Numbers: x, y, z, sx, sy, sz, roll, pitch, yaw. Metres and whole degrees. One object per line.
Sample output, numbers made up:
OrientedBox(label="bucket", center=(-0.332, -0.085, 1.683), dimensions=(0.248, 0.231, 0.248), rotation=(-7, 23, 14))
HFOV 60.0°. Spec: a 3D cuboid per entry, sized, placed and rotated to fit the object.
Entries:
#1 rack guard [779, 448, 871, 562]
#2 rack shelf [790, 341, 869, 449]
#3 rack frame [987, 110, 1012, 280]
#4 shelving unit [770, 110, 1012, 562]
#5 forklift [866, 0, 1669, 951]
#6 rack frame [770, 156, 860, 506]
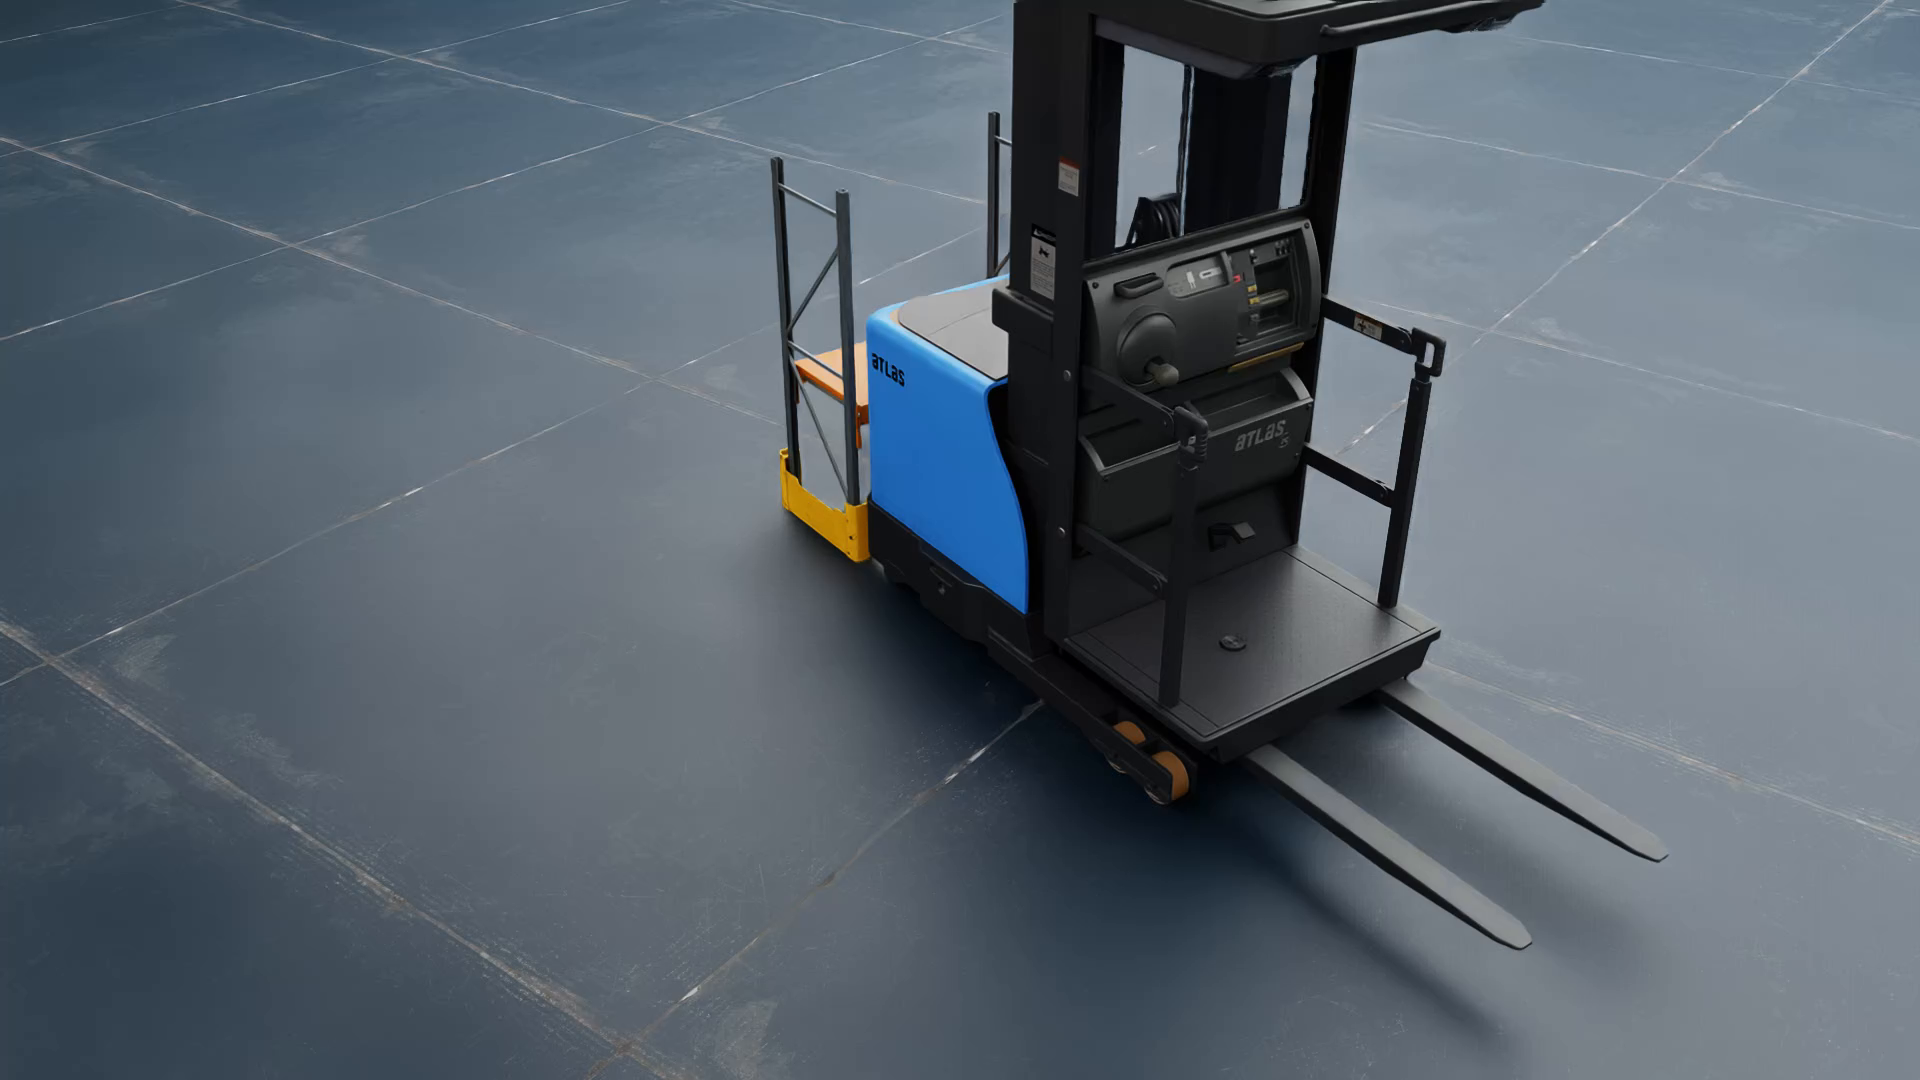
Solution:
OrientedBox(label="rack guard", center=(-0.551, -0.151, 6.759), dimensions=(0.087, 0.250, 0.587), rotation=(-20, 36, -30))
OrientedBox(label="rack shelf", center=(-0.140, -0.685, 6.788), dimensions=(1.000, 0.185, 0.538), rotation=(-20, 36, -30))
OrientedBox(label="rack frame", center=(0.272, -0.992, 6.952), dimensions=(0.032, 1.500, 0.500), rotation=(-20, 36, -30))
OrientedBox(label="shelving unit", center=(-0.147, -0.837, 6.691), dimensions=(1.083, 1.500, 0.587), rotation=(-20, 36, -30))
OrientedBox(label="forklift", center=(0.900, -0.698, 5.054), dimensions=(1.130, 2.935, 3.031), rotation=(-20, 36, -30))
OrientedBox(label="rack frame", center=(-0.552, -0.688, 6.440), dimensions=(0.032, 1.500, 0.500), rotation=(-20, 36, -30))
